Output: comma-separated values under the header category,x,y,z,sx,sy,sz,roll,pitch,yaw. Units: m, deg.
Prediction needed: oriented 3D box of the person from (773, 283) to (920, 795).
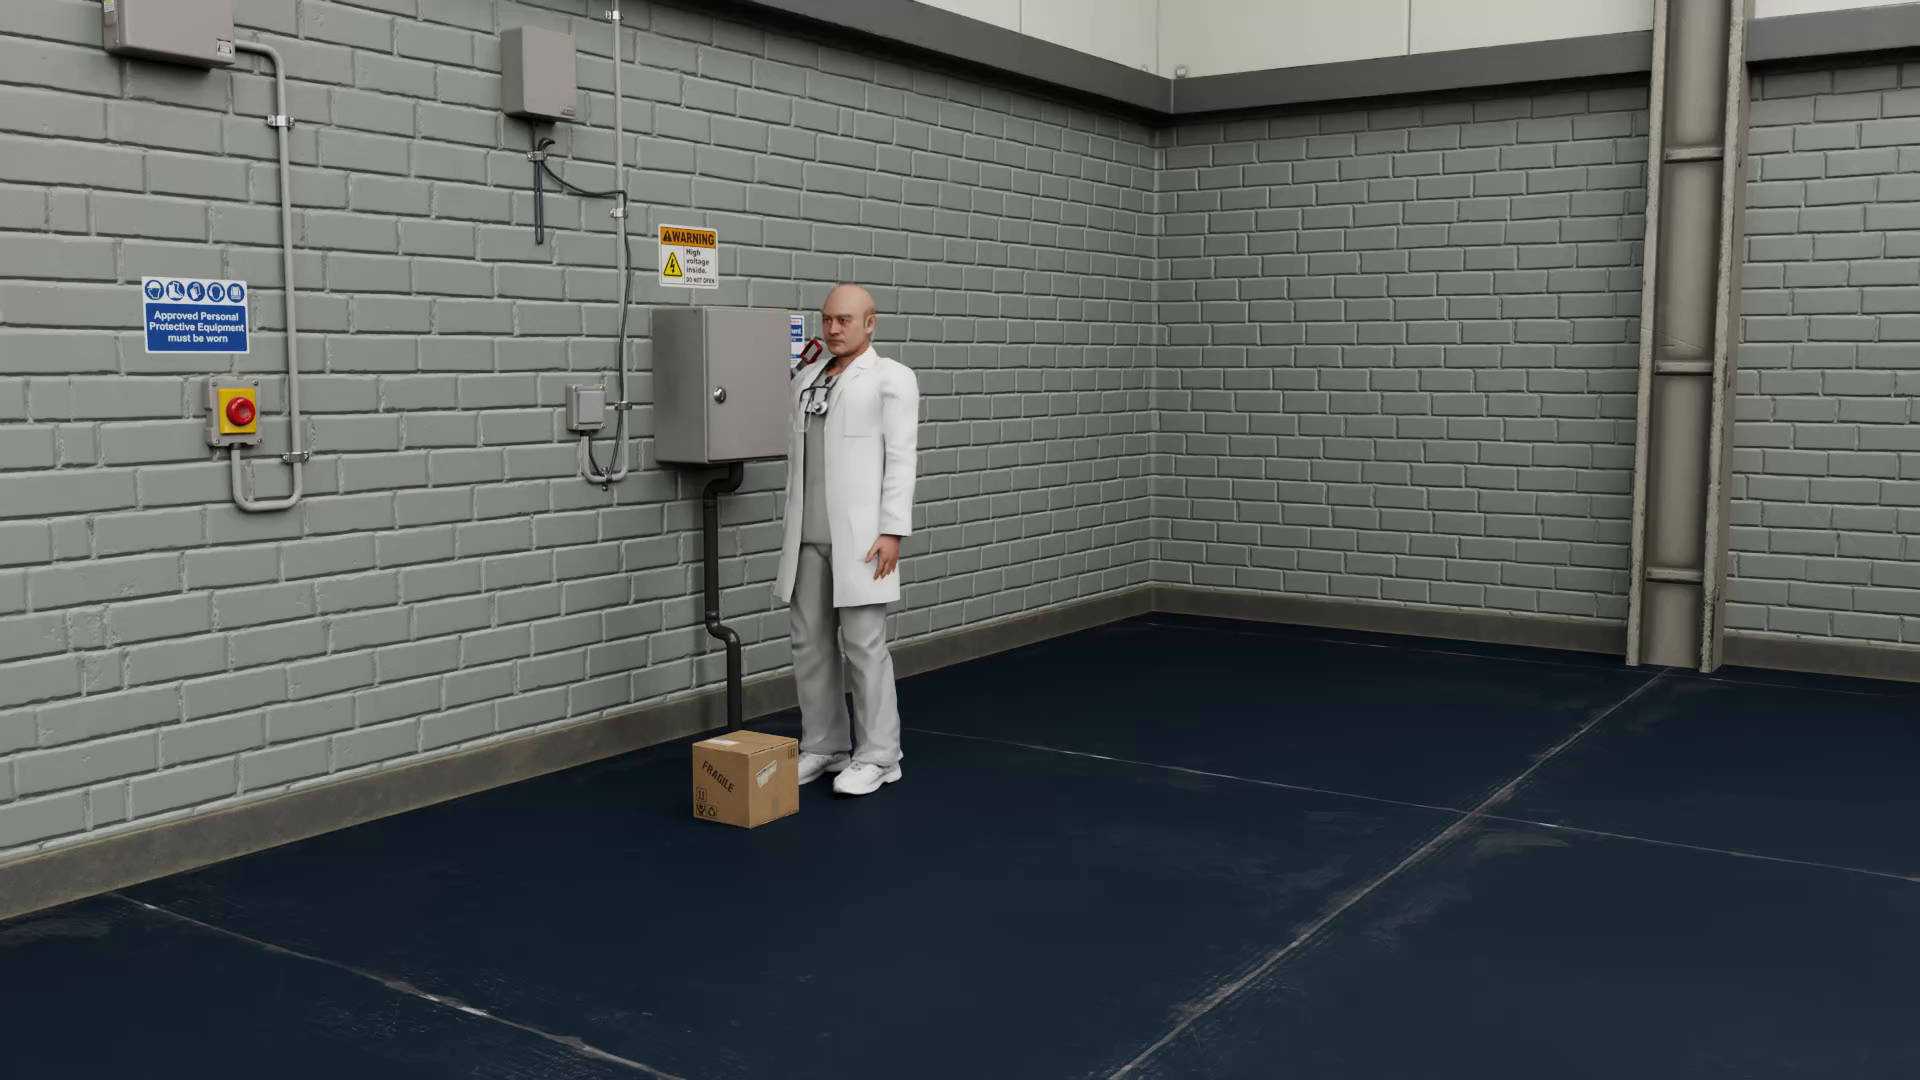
category,x,y,z,sx,sy,sz,roll,pitch,yaw
person,-0.408,-0.005,5.860,0.562,1.781,0.381,4,8,35
